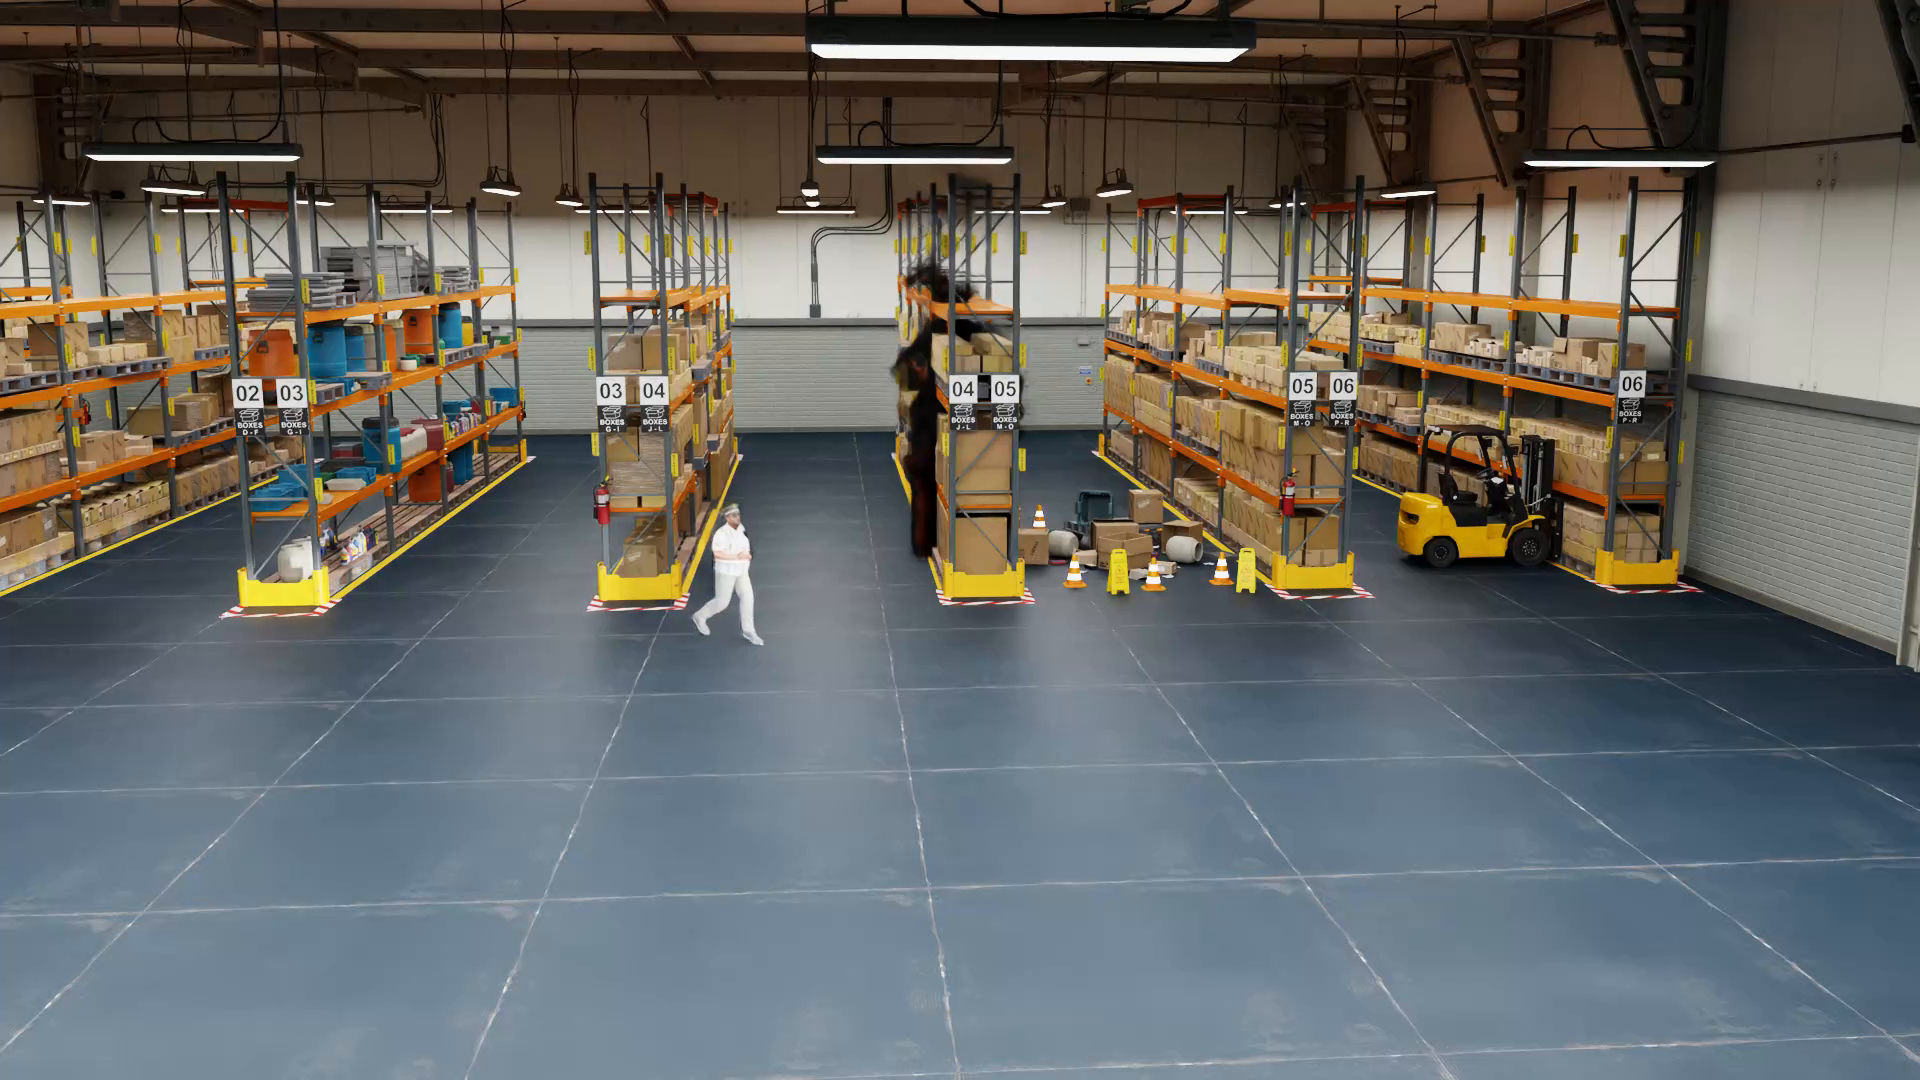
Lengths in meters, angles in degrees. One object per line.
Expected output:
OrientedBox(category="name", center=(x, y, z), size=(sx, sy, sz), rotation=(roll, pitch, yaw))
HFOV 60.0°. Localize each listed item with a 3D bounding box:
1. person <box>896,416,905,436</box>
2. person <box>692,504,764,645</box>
OrientedBox(category="person", center=(-1.273, -3.040, 41.148), size=(0.495, 1.663, 0.910), rotation=(3, 11, 18))
OrientedBox(category="person", center=(-2.951, 0.415, 21.258), size=(0.982, 1.809, 0.672), rotation=(7, 12, 34))
